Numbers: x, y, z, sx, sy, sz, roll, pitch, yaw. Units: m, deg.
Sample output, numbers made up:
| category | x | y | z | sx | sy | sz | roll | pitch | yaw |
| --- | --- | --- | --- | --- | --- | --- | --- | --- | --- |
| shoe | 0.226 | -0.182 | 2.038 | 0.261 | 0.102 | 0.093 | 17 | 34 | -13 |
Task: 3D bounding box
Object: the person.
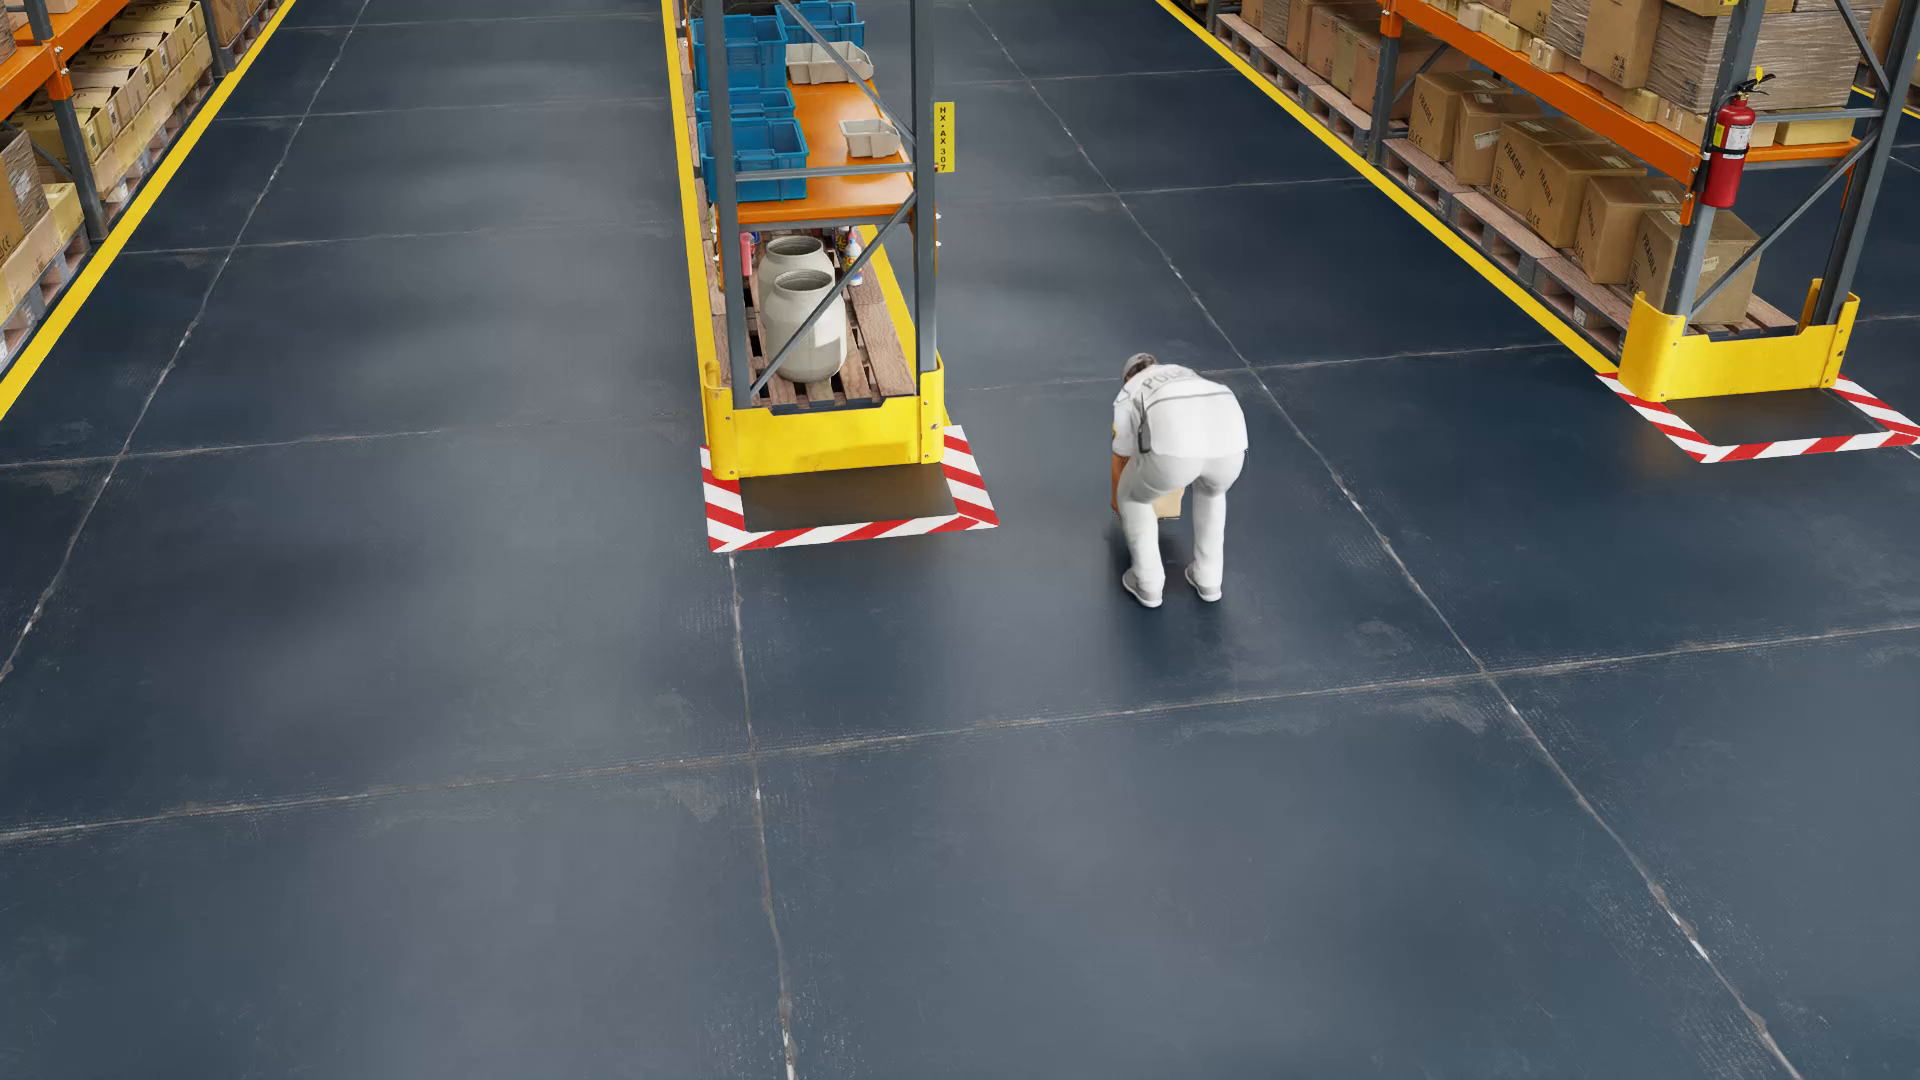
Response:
| category | x | y | z | sx | sy | sz | roll | pitch | yaw |
| --- | --- | --- | --- | --- | --- | --- | --- | --- | --- |
| person | 0.904 | -0.304 | 7.277 | 0.495 | 1.014 | 0.950 | -7 | 32 | -11 |
